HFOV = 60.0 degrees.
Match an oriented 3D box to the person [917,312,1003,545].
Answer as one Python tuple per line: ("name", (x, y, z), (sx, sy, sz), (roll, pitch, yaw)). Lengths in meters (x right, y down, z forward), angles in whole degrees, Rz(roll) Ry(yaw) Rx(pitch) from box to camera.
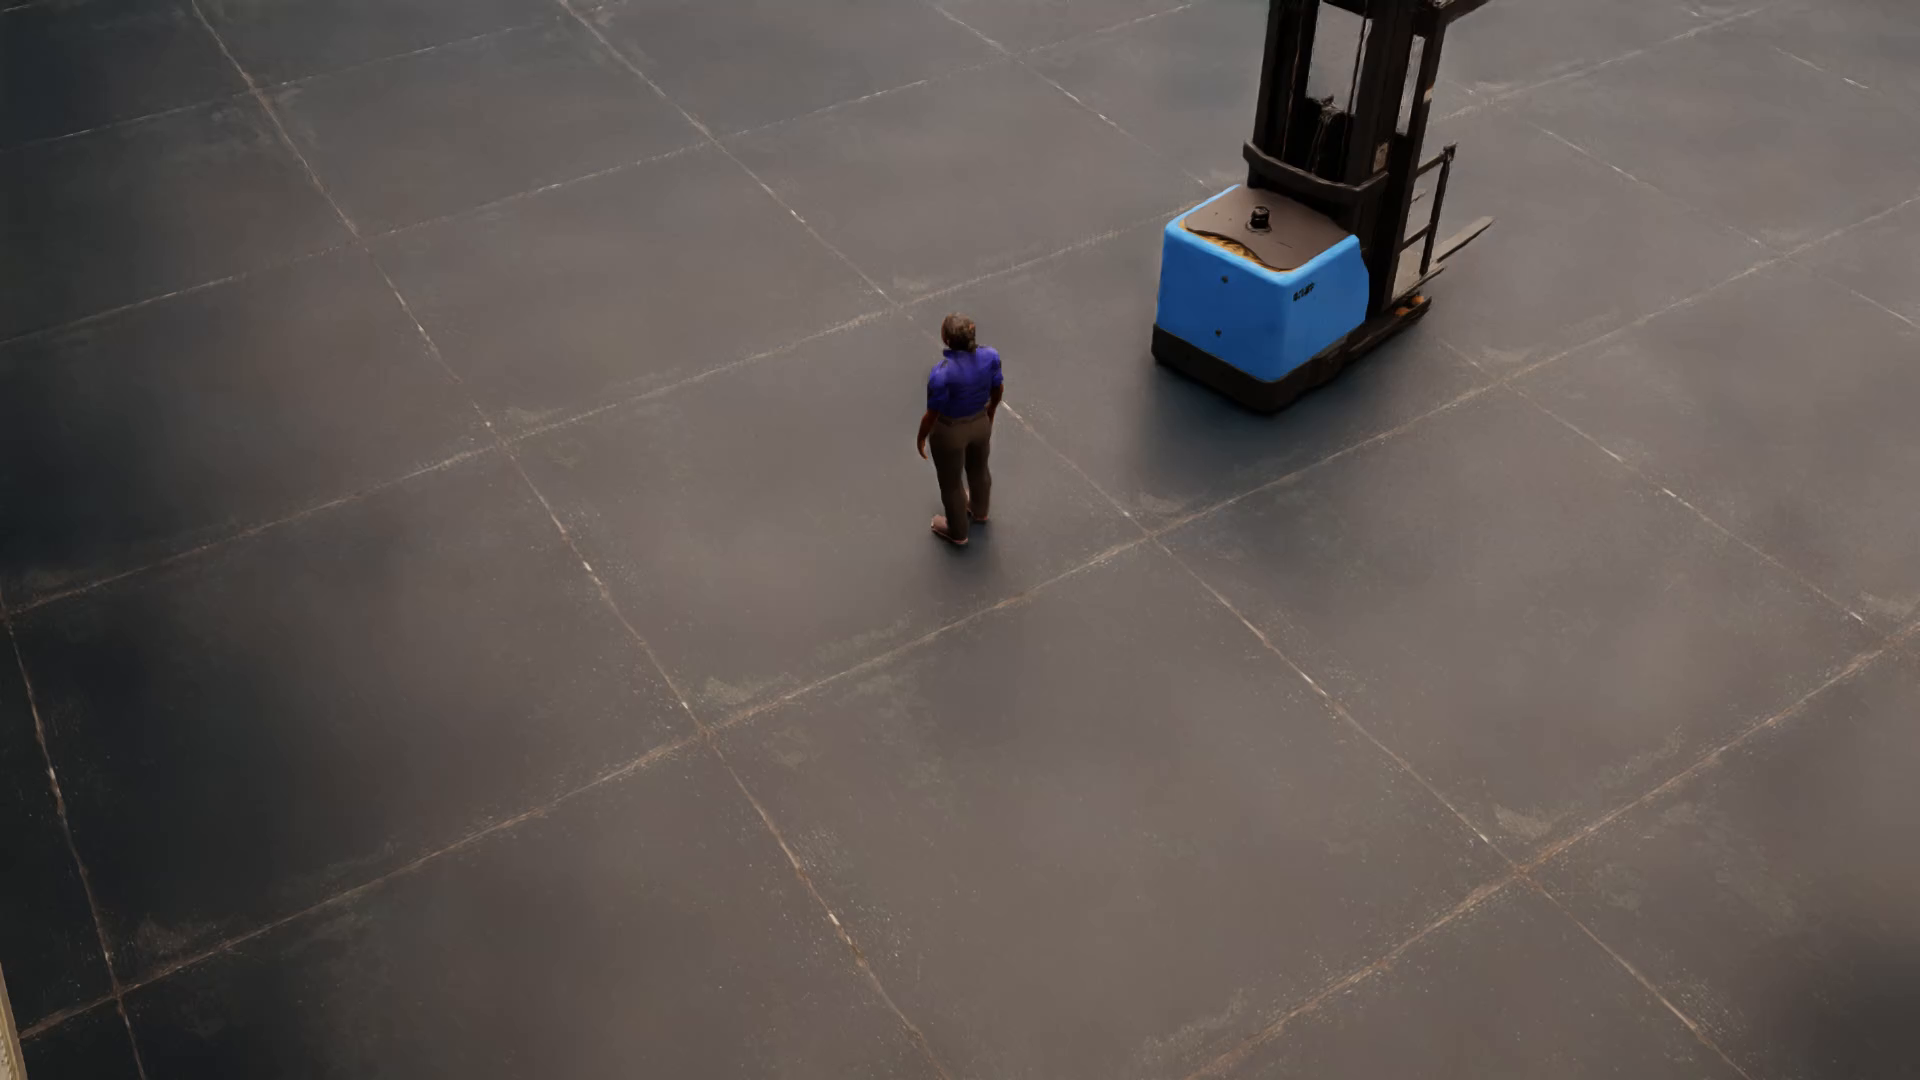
("person", (-0.031, -0.684, 9.613), (0.570, 1.654, 0.503), (-23, 46, -24))

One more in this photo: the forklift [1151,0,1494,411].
("forklift", (2.720, -2.814, 11.091), (3.031, 2.935, 1.130), (-33, 51, -32))
